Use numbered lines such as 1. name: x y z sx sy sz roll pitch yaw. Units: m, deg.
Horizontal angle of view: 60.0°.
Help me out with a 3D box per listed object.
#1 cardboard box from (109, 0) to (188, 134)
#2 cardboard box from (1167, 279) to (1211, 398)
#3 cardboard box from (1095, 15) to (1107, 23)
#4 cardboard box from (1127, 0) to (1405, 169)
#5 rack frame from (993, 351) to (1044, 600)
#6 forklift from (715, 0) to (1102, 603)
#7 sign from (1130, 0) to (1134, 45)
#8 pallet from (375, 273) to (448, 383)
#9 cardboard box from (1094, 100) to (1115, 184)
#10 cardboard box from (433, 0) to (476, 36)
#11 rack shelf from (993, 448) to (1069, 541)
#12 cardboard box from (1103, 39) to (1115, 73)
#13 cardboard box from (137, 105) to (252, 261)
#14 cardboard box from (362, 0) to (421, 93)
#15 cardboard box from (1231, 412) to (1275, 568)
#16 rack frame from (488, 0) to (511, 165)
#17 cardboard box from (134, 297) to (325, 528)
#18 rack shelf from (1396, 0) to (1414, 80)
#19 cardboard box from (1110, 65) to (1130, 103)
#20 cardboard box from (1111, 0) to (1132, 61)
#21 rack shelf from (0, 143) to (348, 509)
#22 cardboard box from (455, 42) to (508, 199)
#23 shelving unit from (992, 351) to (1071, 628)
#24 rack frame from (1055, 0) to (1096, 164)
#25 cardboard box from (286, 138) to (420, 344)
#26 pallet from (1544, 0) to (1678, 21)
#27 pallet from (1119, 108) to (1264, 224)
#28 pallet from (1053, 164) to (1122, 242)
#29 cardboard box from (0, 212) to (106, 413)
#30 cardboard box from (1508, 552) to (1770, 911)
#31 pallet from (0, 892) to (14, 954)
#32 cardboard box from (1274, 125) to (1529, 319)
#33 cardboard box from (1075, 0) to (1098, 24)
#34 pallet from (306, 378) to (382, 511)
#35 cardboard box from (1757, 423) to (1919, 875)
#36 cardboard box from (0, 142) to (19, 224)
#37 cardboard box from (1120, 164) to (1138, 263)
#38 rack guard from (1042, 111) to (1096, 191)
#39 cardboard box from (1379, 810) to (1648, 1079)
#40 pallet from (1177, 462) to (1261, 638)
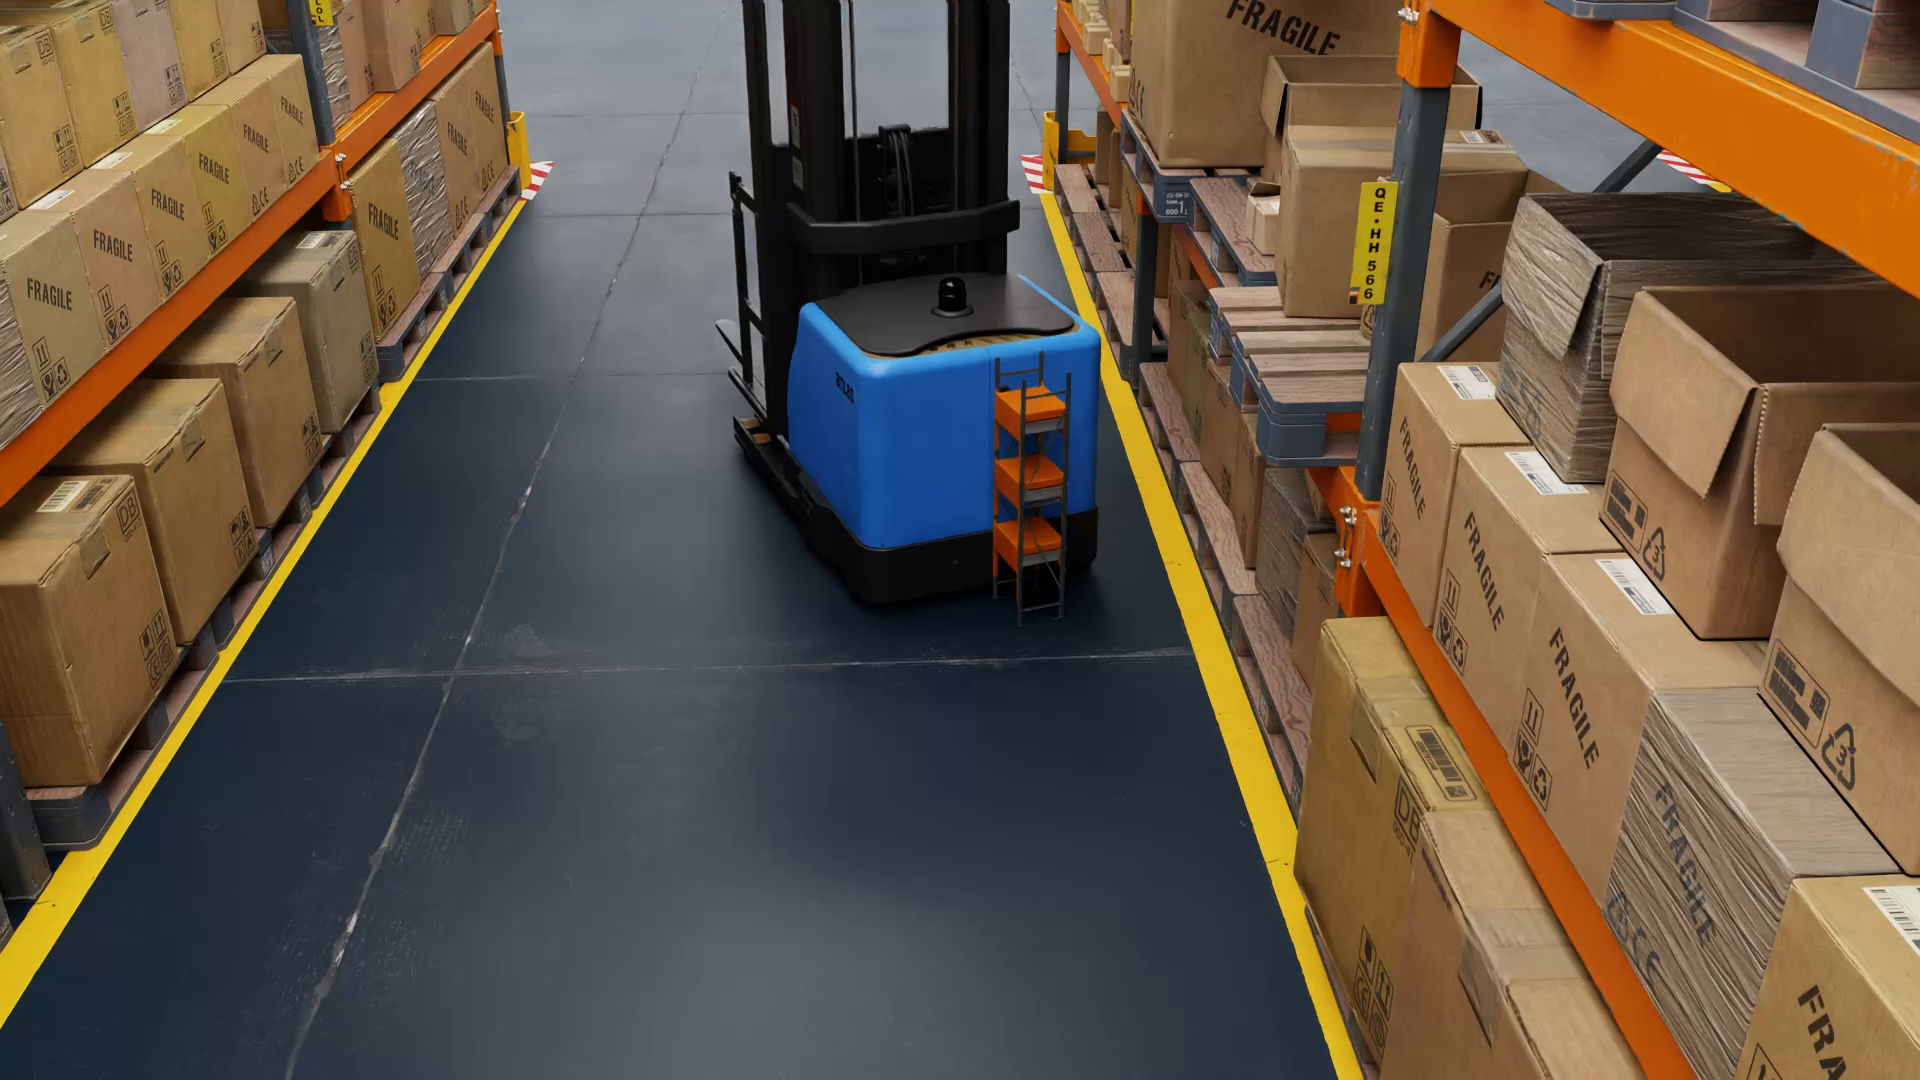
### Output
1. cardboard box: -3.466 -1.867 6.397 0.700 0.500 0.500 -1 28 -2
2. cardboard box: 1.417 -0.955 8.065 0.700 0.500 0.500 -3 28 -7
3. cardboard box: 1.046 -3.174 10.363 0.380 0.149 0.250 -1 28 -3
4. cardboard box: 1.308 -2.234 7.188 1.000 1.000 1.000 -1 28 -2
5. rack frame: 0.228 -0.241 6.577 0.200 1.050 0.008 -11 29 -19
6. forklift: -0.450 -1.708 7.355 1.130 2.935 3.031 -11 29 -19
7. sign: 0.865 -2.520 7.901 0.100 0.325 0.005 -1 28 -3
8. pallet: -3.514 -1.196 9.315 1.003 0.211 1.213 -1 28 -3
9. cardboard box: 1.213 -2.789 11.603 0.500 0.500 0.500 4 28 7
10. cardboard box: -3.646 -3.569 10.688 0.875 0.550 0.550 -1 28 -3
11. rack shelf: 0.273 -0.179 6.482 0.215 0.259 0.240 -11 29 -19
12. cardboard box: 1.038 -2.826 9.697 0.380 0.149 0.250 -1 28 -3
13. cardboard box: -3.205 -1.423 6.626 0.500 0.500 0.500 -1 28 -2
14. cardboard box: -3.546 -2.822 9.254 0.875 0.550 0.550 -1 28 -3
15. cardboard box: 1.482 -0.219 6.653 0.700 0.500 0.500 1 28 2
16. rack frame: -3.761 -3.927 11.535 1.000 3.000 0.127 -1 28 -3
17. cardboard box: -3.384 -0.538 7.017 1.050 0.750 0.750 -1 28 -3
18. rack shelf: 1.511 -2.240 5.835 1.077 0.370 4.000 -1 28 -3
19. cardboard box: 1.020 -2.479 9.031 0.380 0.149 0.250 -1 28 -3
20. cardboard box: 1.327 -2.998 9.325 0.875 0.500 0.500 -1 28 -3
21. rack shelf: -3.448 -0.837 6.389 1.077 0.370 4.000 -1 28 -3
22. cardboard box: -3.660 -2.859 11.332 0.875 0.875 0.875 -1 28 -2
23. shelving unit: 0.273 -0.189 6.477 0.215 1.050 0.252 -11 29 -19
24. rack frame: 1.197 -4.000 11.675 1.000 3.000 0.127 -1 28 -3
25. cardboard box: -3.515 -1.616 8.948 0.875 0.875 0.875 -1 28 -2
26. pallet: 1.702 -1.256 3.374 1.213 0.211 1.003 0 28 0
27. pallet: 1.301 -1.711 7.494 1.003 0.211 1.213 -1 28 -3
28. pallet: 1.208 -2.352 11.532 1.003 0.211 1.213 -1 28 -3
29. cardboard box: -3.127 -0.725 5.289 0.500 0.500 0.500 -2 28 -3
30. cardboard box: 1.428 0.356 3.216 0.500 0.500 0.500 -2 28 -4
31. pallet: -3.304 1.365 4.404 1.003 0.211 1.213 -1 28 -3
32. cardboard box: 1.418 -1.040 5.437 0.700 0.500 0.500 3 28 5
33. cardboard box: 0.966 -3.519 11.026 0.380 0.149 0.250 -1 28 -3
34. pallet: -3.437 -0.489 7.958 1.003 0.211 1.213 -1 28 -3
35. cardboard box: 1.710 0.154 2.518 0.797 0.503 0.637 -1 28 -1
36. cardboard box: -3.385 -1.161 5.043 0.700 0.500 0.500 -2 28 -3
37. cardboard box: 1.277 -1.965 10.023 0.500 0.500 0.500 -4 28 -7
38. rack guard: 1.201 -2.856 12.186 1.175 0.500 0.348 -1 28 -3
39. cardboard box: 1.669 1.182 3.584 1.225 0.875 0.875 -1 28 -2
40. pallet: 1.515 0.008 7.006 1.003 0.211 1.213 -1 28 -3
